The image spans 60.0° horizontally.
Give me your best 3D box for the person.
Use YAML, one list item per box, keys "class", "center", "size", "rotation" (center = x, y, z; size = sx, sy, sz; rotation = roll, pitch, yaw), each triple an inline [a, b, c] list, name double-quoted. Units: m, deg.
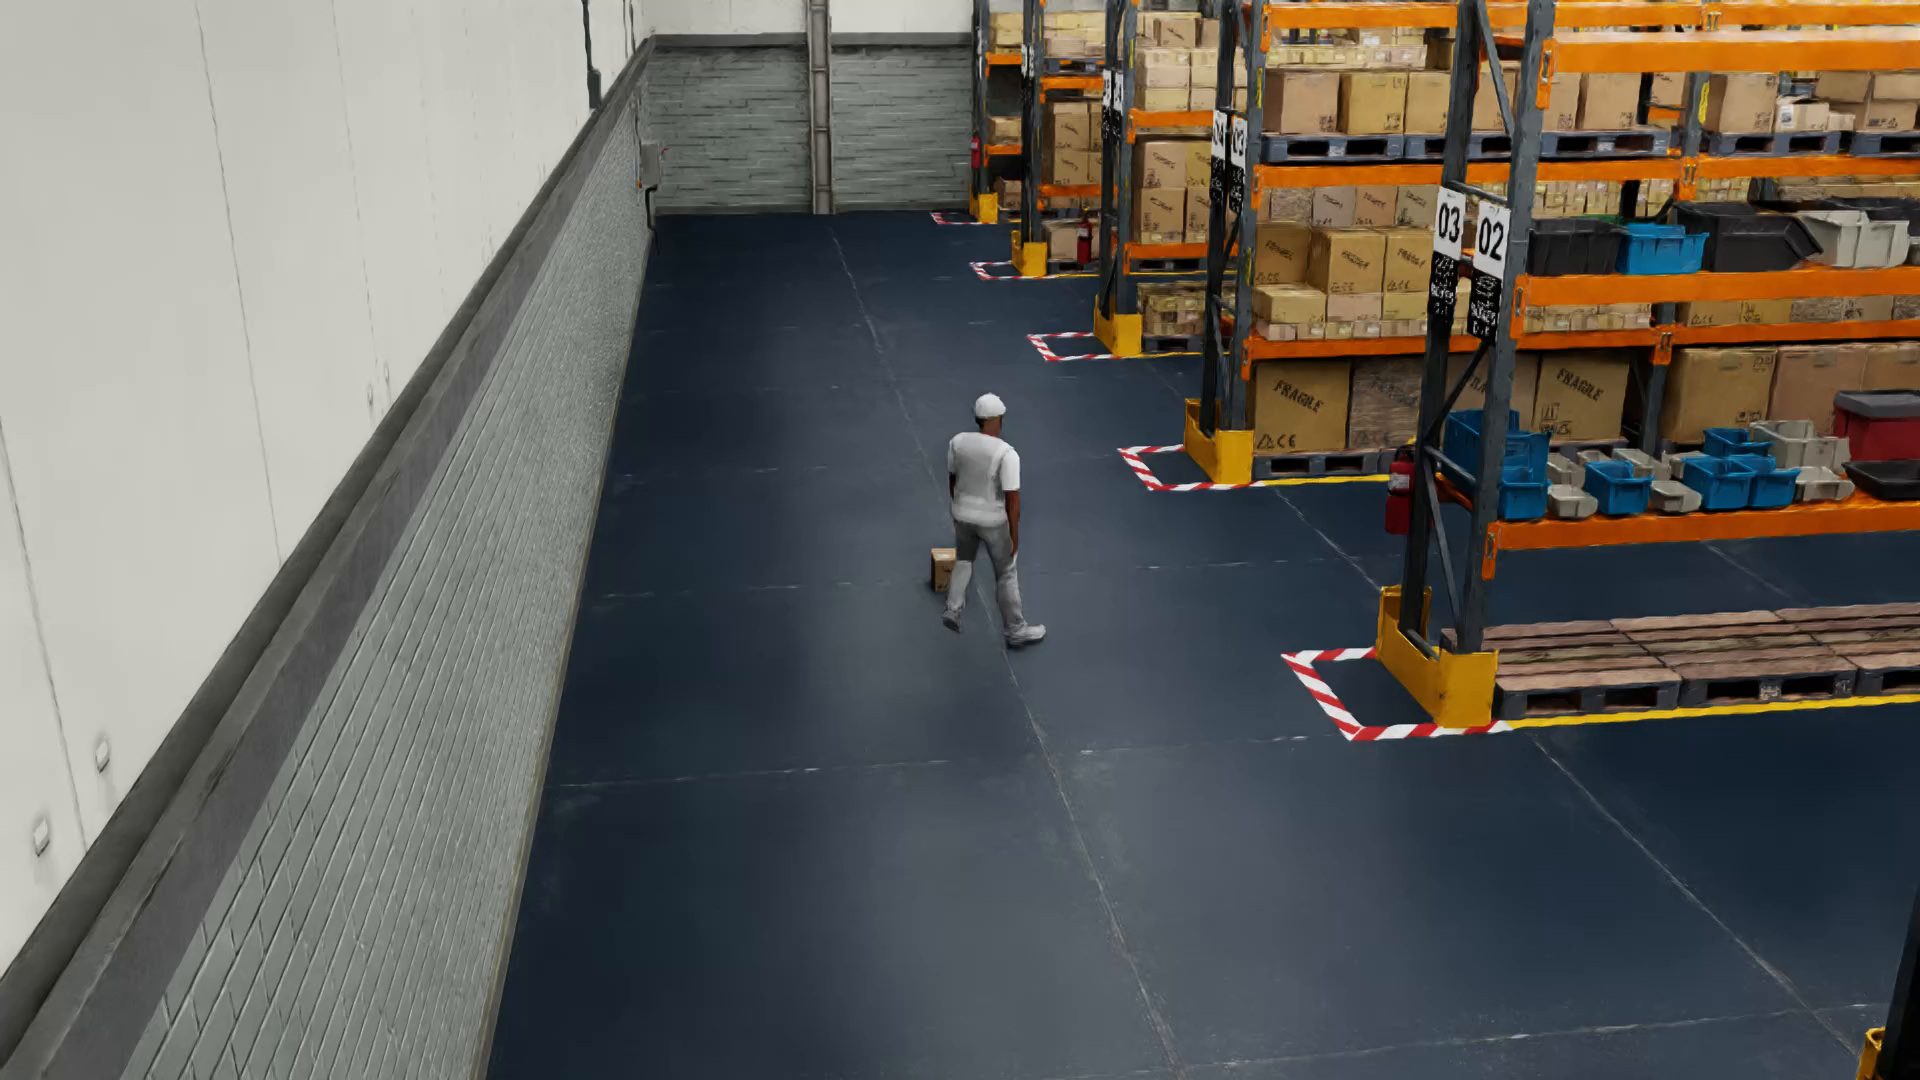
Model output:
- class: "person"
  center: [0.185, -0.128, 11.345]
  size: [0.660, 1.761, 0.623]
  rotation: [11, 23, 28]
